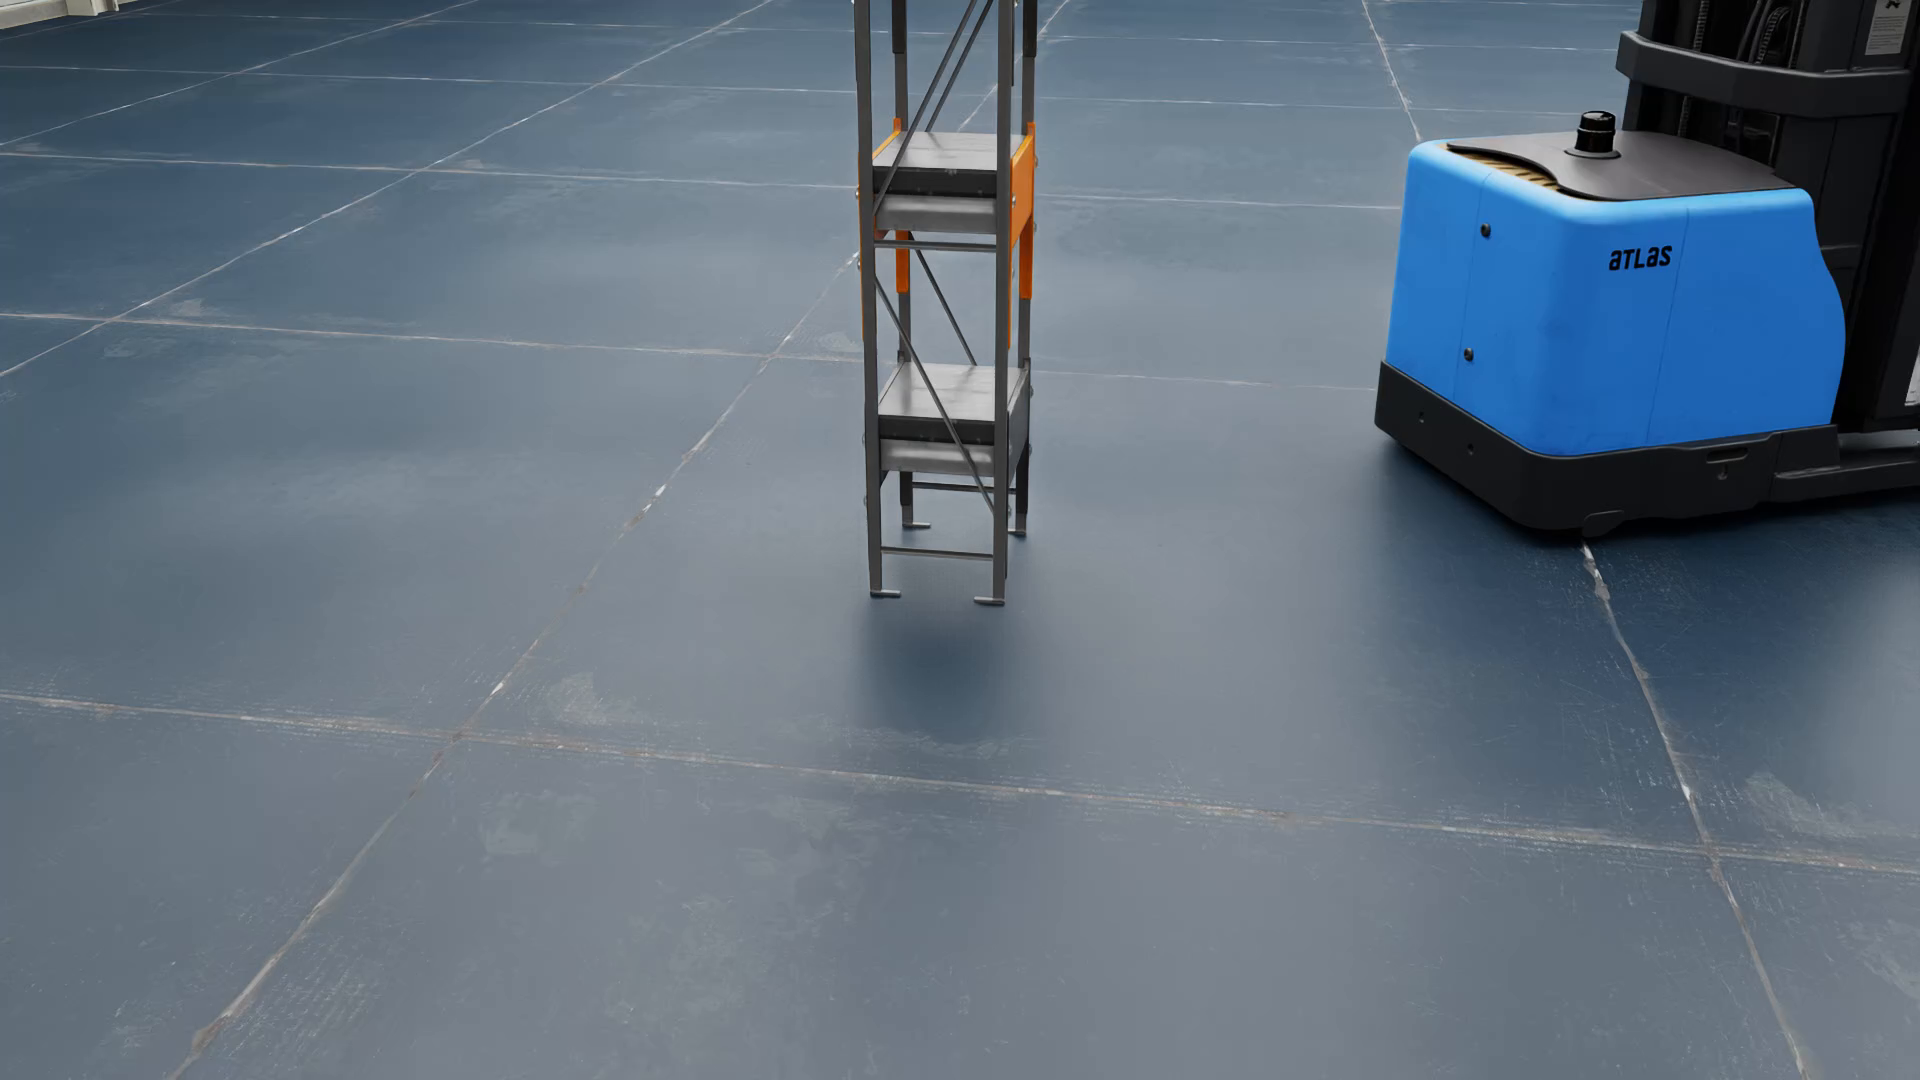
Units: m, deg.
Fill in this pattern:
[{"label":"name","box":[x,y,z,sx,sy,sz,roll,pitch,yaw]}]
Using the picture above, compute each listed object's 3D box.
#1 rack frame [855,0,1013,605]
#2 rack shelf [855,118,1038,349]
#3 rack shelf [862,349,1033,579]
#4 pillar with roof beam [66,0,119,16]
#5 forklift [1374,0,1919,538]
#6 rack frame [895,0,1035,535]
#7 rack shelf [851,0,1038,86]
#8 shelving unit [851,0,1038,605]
[{"label":"rack frame","box":[-0.067,-0.780,4.439,0.400,2.100,0.015,4,25,9]},{"label":"rack shelf","box":[-0.027,-0.869,4.663,0.431,0.518,0.480,4,25,9]},{"label":"rack shelf","box":[-0.027,-0.235,4.959,0.431,0.518,0.480,4,25,9]},{"label":"pillar with roof beam","box":[-4.248,-8.944,13.743,9.100,9.000,0.400,4,25,9]},{"label":"forklift","box":[3.063,-1.677,5.376,3.031,2.935,1.130,-7,26,-15]},{"label":"rack frame","box":[0.013,-0.984,4.875,0.400,2.100,0.015,4,25,9]},{"label":"rack shelf","box":[-0.027,-1.503,4.366,0.431,0.518,0.480,4,25,9]},{"label":"shelving unit","box":[-0.027,-0.882,4.657,0.431,2.100,0.503,4,25,9]}]
